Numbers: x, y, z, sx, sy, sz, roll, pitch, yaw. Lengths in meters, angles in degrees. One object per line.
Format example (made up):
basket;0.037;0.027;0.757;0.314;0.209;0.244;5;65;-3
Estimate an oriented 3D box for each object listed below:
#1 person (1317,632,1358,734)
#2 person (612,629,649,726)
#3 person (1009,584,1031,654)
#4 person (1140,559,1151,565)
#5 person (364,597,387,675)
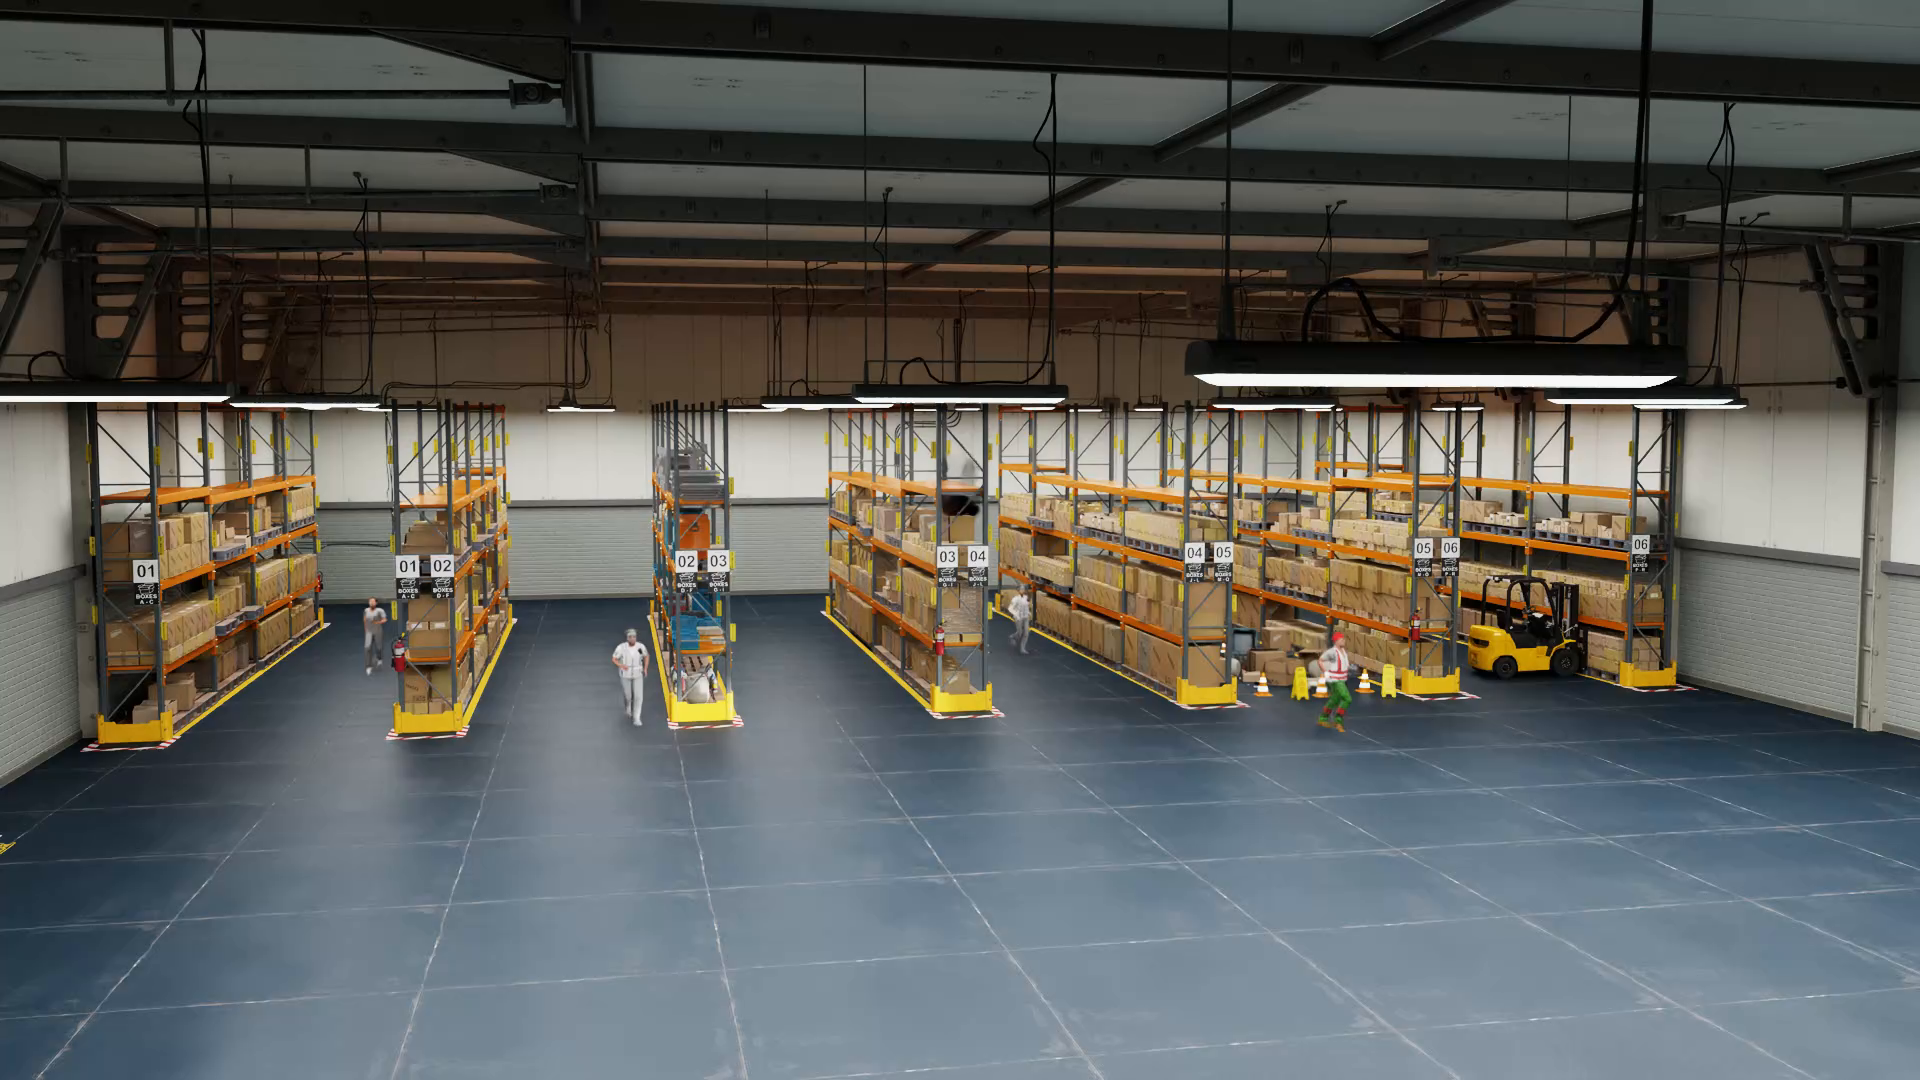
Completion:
person;6.817;2.571;30.023;0.734;1.826;0.632;3;5;36
person;-6.114;2.529;30.952;0.701;1.789;0.851;-1;5;-17
person;1.468;1.885;40.033;0.617;1.671;0.696;-2;5;-26
person;5.664;1.011;50.977;0.898;1.736;0.768;0;4;2
person;-13.043;2.108;37.112;0.535;1.714;0.990;-1;4;-10
